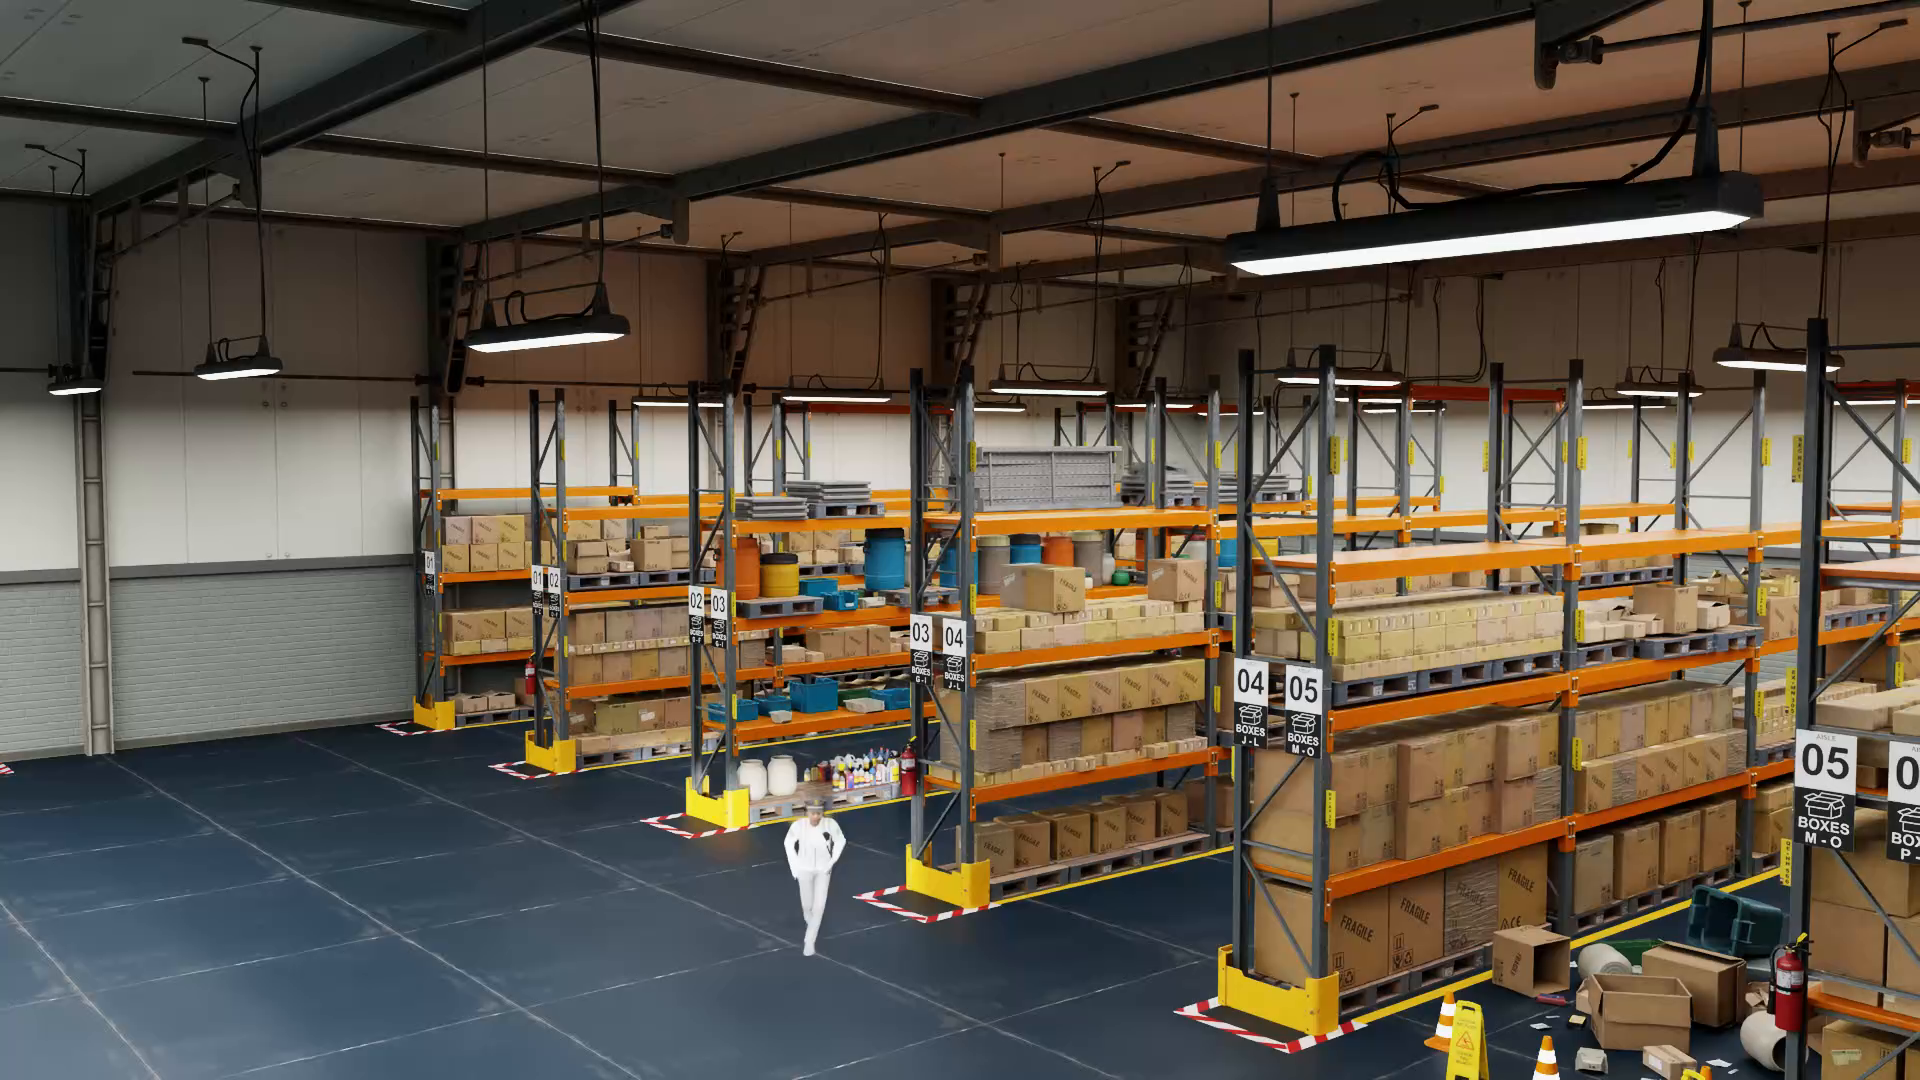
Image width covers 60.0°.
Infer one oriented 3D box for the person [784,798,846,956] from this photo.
[{"bbox_3d":[-1.490,3.379,17.025,0.617,1.630,0.819,-1,3,-11],"label":"person"}]
